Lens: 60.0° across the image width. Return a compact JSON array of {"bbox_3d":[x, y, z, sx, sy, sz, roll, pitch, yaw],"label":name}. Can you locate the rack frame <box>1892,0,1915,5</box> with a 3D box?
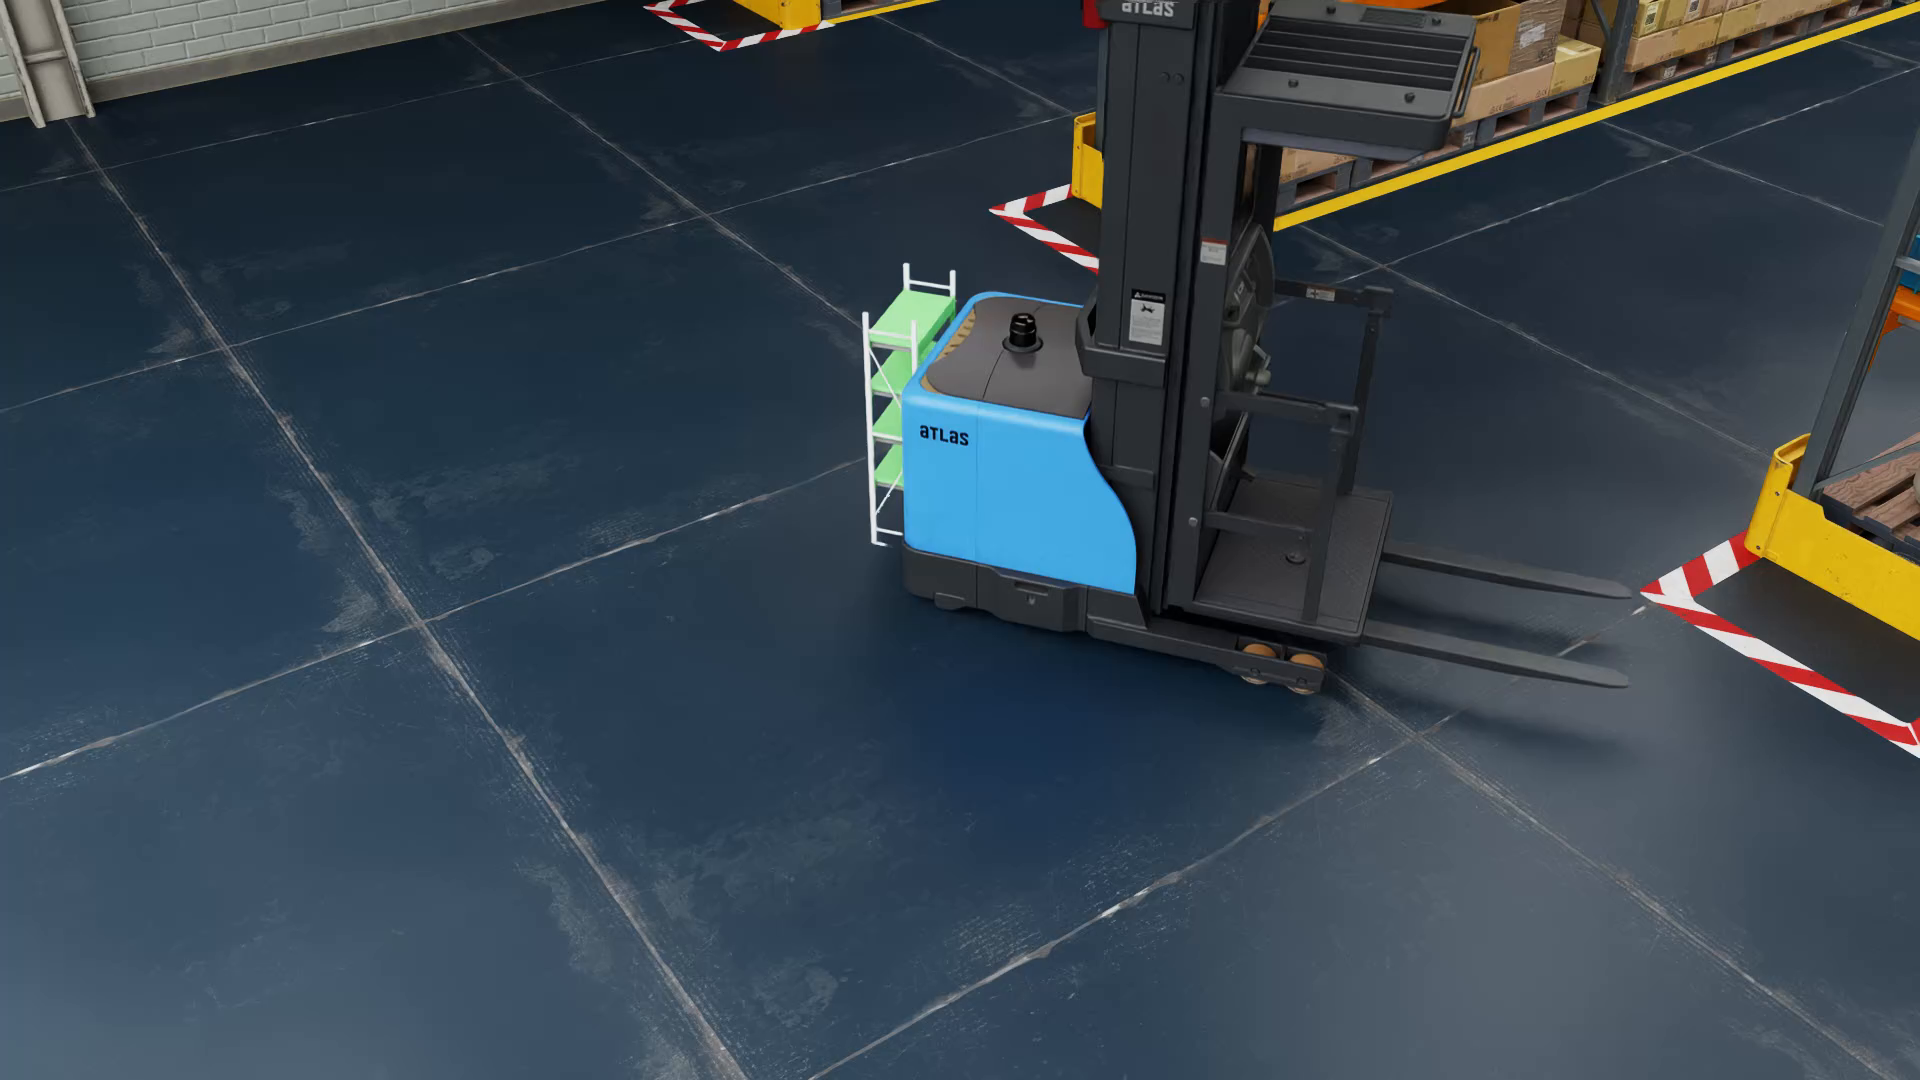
[{"bbox_3d":[7.741,-5.984,13.501,0.127,3.000,1.000,-22,41,-28],"label":"rack frame"}]

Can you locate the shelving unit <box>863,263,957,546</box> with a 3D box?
[{"bbox_3d":[-0.214,-0.586,7.537,0.258,1.200,0.503,11,37,16],"label":"shelving unit"}]

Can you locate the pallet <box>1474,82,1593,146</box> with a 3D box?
[{"bbox_3d":[3.797,-3.259,12.100,1.213,0.211,1.003,-22,41,-28],"label":"pallet"}]

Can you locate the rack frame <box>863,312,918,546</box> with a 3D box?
[{"bbox_3d":[-0.295,-0.452,7.350,0.240,1.200,0.015,11,37,16],"label":"rack frame"}]

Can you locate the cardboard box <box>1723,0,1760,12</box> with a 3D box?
[{"bbox_3d":[5.787,-4.281,12.648,0.500,0.311,0.500,-24,42,-29],"label":"cardboard box"}]

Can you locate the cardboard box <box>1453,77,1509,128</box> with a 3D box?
[{"bbox_3d":[3.404,-3.093,11.477,0.500,0.250,0.500,-22,41,-28],"label":"cardboard box"}]

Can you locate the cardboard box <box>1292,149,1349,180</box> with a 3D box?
[{"bbox_3d":[2.175,-2.591,10.779,0.500,0.250,0.500,-22,41,-28],"label":"cardboard box"}]

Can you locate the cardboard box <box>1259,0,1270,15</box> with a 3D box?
[{"bbox_3d":[1.591,-3.484,9.940,0.500,0.500,0.700,-22,41,-28],"label":"cardboard box"}]

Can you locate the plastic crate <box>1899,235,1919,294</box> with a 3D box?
[{"bbox_3d":[4.289,-1.178,6.947,0.616,0.251,0.499,-22,41,-28],"label":"plastic crate"}]

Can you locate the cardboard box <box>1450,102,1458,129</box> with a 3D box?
[{"bbox_3d":[2.996,-2.925,11.243,0.500,0.250,0.500,-22,41,-28],"label":"cardboard box"}]

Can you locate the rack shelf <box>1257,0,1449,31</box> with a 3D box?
[{"bbox_3d":[2.837,-3.673,10.905,4.000,0.370,1.077,-22,41,-28],"label":"rack shelf"}]

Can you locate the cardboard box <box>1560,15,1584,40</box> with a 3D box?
[{"bbox_3d":[4.644,-3.970,12.697,0.500,0.250,0.500,-23,42,-28],"label":"cardboard box"}]

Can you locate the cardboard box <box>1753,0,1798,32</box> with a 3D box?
[{"bbox_3d":[6.201,-4.227,13.054,0.500,0.250,0.500,-22,41,-27],"label":"cardboard box"}]

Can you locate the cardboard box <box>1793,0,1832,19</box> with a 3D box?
[{"bbox_3d":[6.620,-4.402,13.296,0.500,0.250,0.500,-21,41,-27],"label":"cardboard box"}]

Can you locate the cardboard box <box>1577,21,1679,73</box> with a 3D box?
[{"bbox_3d":[4.944,-3.710,12.334,0.500,0.250,0.500,-23,42,-29],"label":"cardboard box"}]

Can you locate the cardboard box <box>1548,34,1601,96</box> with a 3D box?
[{"bbox_3d":[4.218,-3.432,11.948,0.500,0.250,0.500,-22,41,-28],"label":"cardboard box"}]

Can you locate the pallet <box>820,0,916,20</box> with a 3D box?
[{"bbox_3d":[-0.908,-4.806,14.251,1.213,0.211,1.003,-22,41,-28],"label":"pallet"}]

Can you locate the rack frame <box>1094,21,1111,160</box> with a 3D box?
[{"bbox_3d":[1.202,-3.293,9.759,0.127,3.000,1.000,-22,41,-28],"label":"rack frame"}]

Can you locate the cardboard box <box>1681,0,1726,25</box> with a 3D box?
[{"bbox_3d":[5.365,-4.106,12.405,0.500,0.311,0.500,-23,42,-28],"label":"cardboard box"}]

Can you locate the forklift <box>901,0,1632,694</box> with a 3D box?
[{"bbox_3d":[1.318,-0.904,6.497,3.031,2.935,1.130,12,37,16],"label":"forklift"}]

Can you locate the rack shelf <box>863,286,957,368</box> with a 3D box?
[{"bbox_3d":[-0.215,-0.924,7.294,0.258,0.148,0.480,11,37,16],"label":"rack shelf"}]

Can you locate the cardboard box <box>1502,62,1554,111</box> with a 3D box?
[{"bbox_3d":[3.804,-3.269,11.721,0.500,0.250,0.500,-22,41,-28],"label":"cardboard box"}]

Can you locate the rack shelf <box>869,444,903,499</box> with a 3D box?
[{"bbox_3d":[-0.214,-0.339,7.714,0.258,0.148,0.480,11,37,16],"label":"rack shelf"}]

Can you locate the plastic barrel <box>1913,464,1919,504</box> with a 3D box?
[{"bbox_3d":[4.546,-0.346,7.433,0.421,0.512,0.421,0,36,0],"label":"plastic barrel"}]

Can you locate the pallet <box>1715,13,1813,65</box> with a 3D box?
[{"bbox_3d":[6.049,-4.185,13.389,1.213,0.211,1.003,-22,41,-28],"label":"pallet"}]

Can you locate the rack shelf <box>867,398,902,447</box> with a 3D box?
[{"bbox_3d":[-0.214,-0.534,7.574,0.258,0.148,0.480,11,37,16],"label":"rack shelf"}]

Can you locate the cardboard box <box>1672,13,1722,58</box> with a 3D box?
[{"bbox_3d":[5.363,-3.881,12.573,0.500,0.250,0.500,-21,41,-27],"label":"cardboard box"}]

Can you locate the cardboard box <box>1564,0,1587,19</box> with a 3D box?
[{"bbox_3d":[4.638,-4.193,12.526,0.500,0.311,0.500,-22,41,-28],"label":"cardboard box"}]

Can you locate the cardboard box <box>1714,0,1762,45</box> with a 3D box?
[{"bbox_3d":[5.784,-4.057,12.817,0.500,0.250,0.500,-24,42,-29],"label":"cardboard box"}]

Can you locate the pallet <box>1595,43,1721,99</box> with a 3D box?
[{"bbox_3d":[5.051,-3.773,12.815,1.213,0.211,1.003,-22,41,-28],"label":"pallet"}]

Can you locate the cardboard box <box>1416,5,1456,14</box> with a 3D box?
[{"bbox_3d":[2.996,-3.229,11.023,0.500,0.500,0.500,-22,41,-28],"label":"cardboard box"}]

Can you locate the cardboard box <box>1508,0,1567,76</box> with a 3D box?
[{"bbox_3d":[3.803,-3.574,11.503,0.500,0.500,0.500,-22,41,-28],"label":"cardboard box"}]

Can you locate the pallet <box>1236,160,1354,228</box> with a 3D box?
[{"bbox_3d":[1.803,-2.438,10.959,1.213,0.211,1.003,-22,41,-28],"label":"pallet"}]

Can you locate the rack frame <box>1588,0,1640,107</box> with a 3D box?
[{"bbox_3d":[4.472,-4.638,11.630,0.127,3.000,1.000,-22,41,-28],"label":"rack frame"}]

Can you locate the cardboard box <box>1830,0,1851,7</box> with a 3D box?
[{"bbox_3d":[7.032,-4.569,13.530,0.500,0.250,0.500,-23,42,-28],"label":"cardboard box"}]

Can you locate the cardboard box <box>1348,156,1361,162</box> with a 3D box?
[{"bbox_3d":[2.584,-2.759,11.013,0.500,0.250,0.500,-22,41,-28],"label":"cardboard box"}]

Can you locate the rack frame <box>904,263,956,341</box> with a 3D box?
[{"bbox_3d":[-0.134,-0.721,7.724,0.240,1.200,0.015,11,37,16],"label":"rack frame"}]

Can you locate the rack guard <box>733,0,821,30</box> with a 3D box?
[{"bbox_3d":[-1.593,-4.666,13.810,0.348,0.500,1.175,-22,41,-28],"label":"rack guard"}]

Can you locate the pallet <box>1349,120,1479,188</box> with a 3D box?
[{"bbox_3d":[2.799,-2.846,11.526,1.213,0.211,1.003,-22,41,-28],"label":"pallet"}]

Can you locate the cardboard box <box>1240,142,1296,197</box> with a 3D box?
[{"bbox_3d":[1.769,-2.421,10.543,0.500,0.250,0.500,-22,41,-28],"label":"cardboard box"}]

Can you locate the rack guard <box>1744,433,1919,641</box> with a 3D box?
[{"bbox_3d":[4.087,0.039,7.267,0.348,0.500,1.175,-22,41,-28],"label":"rack guard"}]

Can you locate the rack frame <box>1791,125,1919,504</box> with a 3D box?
[{"bbox_3d":[4.052,-0.927,6.471,0.127,3.000,1.000,-22,41,-28],"label":"rack frame"}]

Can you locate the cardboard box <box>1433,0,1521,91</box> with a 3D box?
[{"bbox_3d":[3.397,-3.404,11.267,0.500,0.500,0.500,-22,41,-28],"label":"cardboard box"}]

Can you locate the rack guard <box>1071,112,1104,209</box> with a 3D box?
[{"bbox_3d":[1.182,-2.270,10.478,0.348,0.500,1.175,-22,41,-28],"label":"rack guard"}]

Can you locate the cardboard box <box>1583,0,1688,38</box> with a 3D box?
[{"bbox_3d":[4.953,-3.940,12.174,0.500,0.311,0.500,-22,41,-28],"label":"cardboard box"}]

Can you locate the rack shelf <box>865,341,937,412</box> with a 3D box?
[{"bbox_3d":[-0.215,-0.729,7.434,0.258,0.148,0.480,11,37,16],"label":"rack shelf"}]

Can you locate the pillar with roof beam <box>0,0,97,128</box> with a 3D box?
[{"bbox_3d":[-4.005,-4.667,6.532,0.400,9.000,9.100,-22,41,-28],"label":"pillar with roof beam"}]

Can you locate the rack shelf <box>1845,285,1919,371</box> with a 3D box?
[{"bbox_3d":[5.687,-1.308,7.616,4.000,0.370,1.077,-22,41,-28],"label":"rack shelf"}]

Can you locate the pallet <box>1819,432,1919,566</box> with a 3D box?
[{"bbox_3d":[4.755,-0.114,7.728,1.213,0.211,1.003,-22,41,-28],"label":"pallet"}]

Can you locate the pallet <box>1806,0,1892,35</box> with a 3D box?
[{"bbox_3d":[7.046,-4.593,13.956,1.213,0.211,1.003,-22,41,-28],"label":"pallet"}]

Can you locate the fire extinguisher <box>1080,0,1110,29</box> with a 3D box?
[{"bbox_3d":[0.838,-3.443,10.035,0.183,0.674,0.296,-22,41,-28],"label":"fire extinguisher"}]
